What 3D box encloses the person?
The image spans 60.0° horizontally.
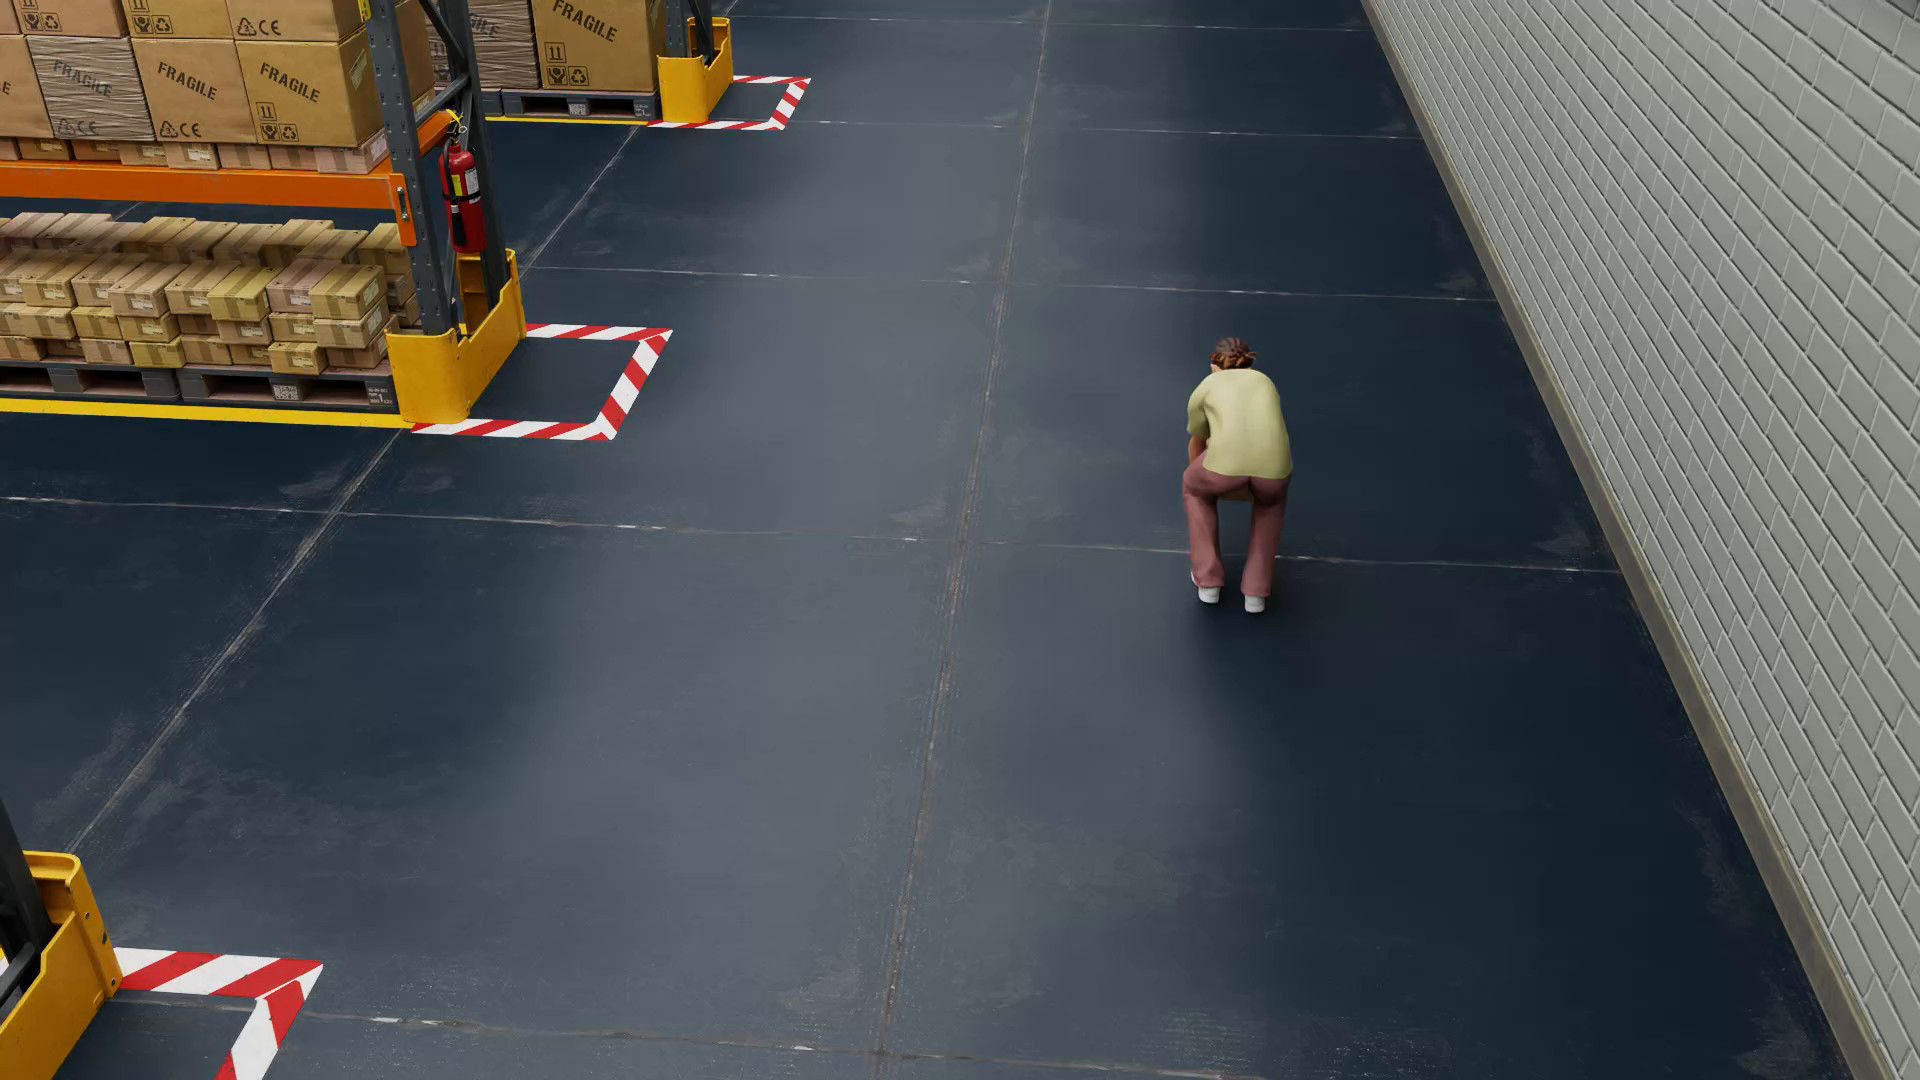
[{"bbox_3d":[1.193,-0.286,7.201,0.455,1.031,0.868,1,32,2],"label":"person"}]
